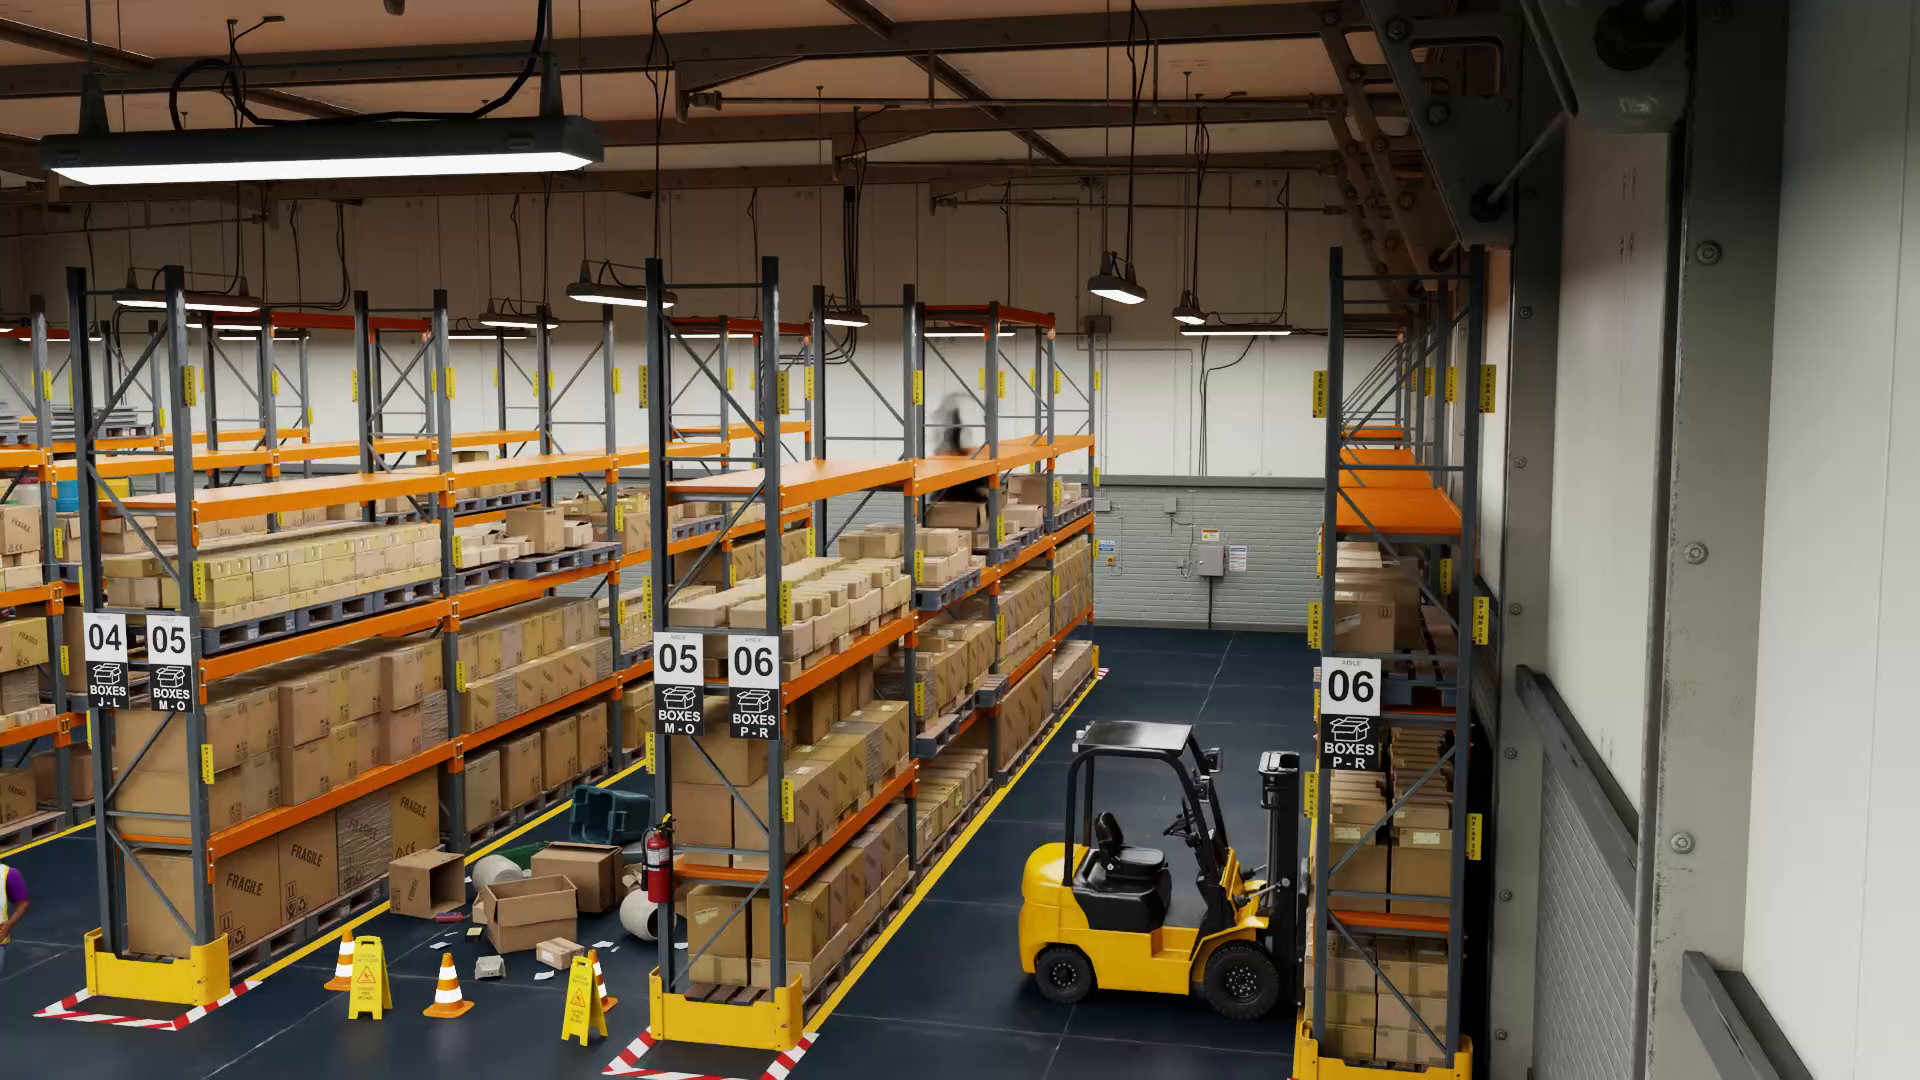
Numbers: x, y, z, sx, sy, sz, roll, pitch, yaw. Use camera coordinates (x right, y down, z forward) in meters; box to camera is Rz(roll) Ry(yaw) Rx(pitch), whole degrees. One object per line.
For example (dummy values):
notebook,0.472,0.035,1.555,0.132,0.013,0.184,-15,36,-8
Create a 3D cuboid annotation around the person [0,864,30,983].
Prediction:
person,-7.409,3.045,12.563,0.709,1.716,0.545,-4,7,-34
